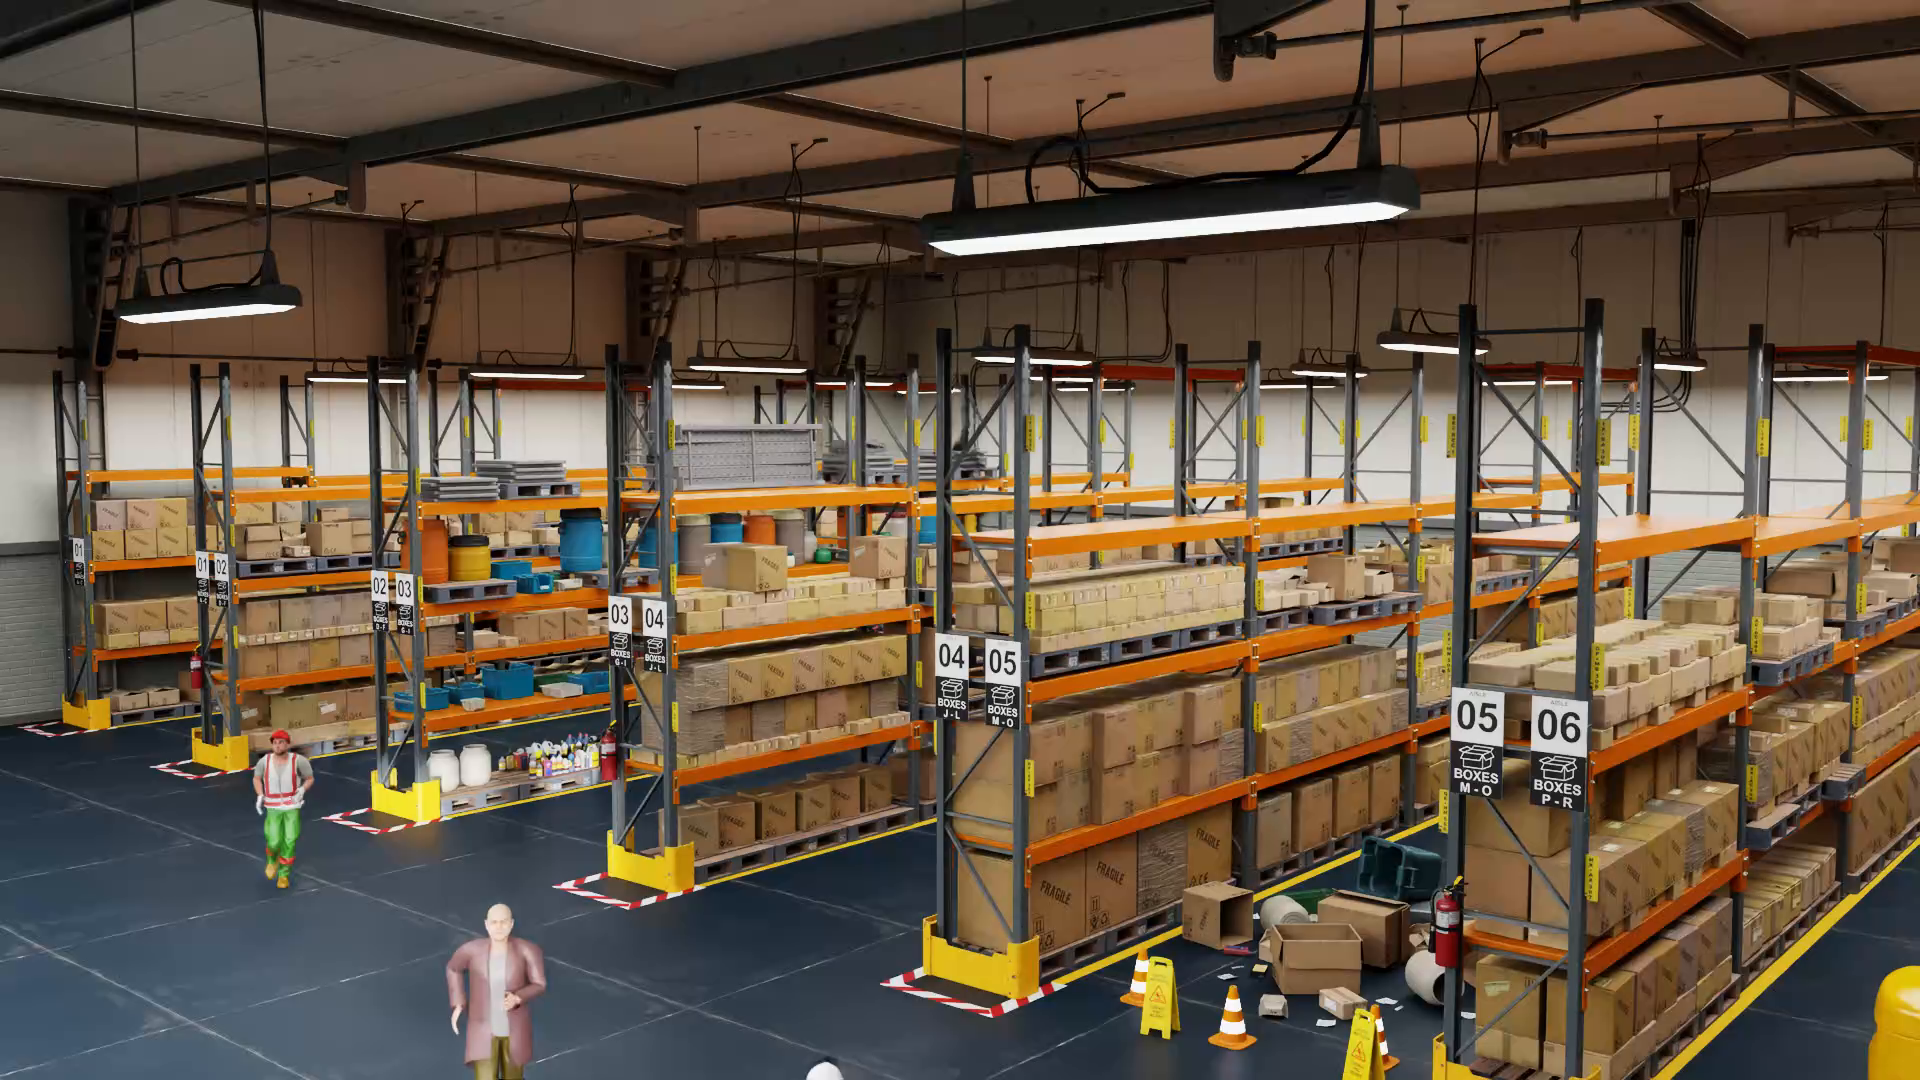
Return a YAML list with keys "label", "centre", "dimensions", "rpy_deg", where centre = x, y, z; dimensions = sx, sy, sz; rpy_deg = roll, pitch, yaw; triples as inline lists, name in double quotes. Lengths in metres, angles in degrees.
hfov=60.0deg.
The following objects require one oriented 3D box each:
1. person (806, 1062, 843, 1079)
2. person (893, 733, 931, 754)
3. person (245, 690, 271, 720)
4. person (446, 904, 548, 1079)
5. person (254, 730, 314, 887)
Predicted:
- label: "person"
  centre: [-0.721, 3.647, 9.027]
  dimensions: [0.663, 1.746, 0.813]
  rpy_deg: [0, 4, 0]
- label: "person"
  centre: [-0.707, 2.513, 24.188]
  dimensions: [0.652, 1.838, 0.836]
  rpy_deg: [3, 5, 34]
- label: "person"
  centre: [-11.550, 2.401, 27.136]
  dimensions: [0.613, 1.601, 0.736]
  rpy_deg: [3, 5, 33]
- label: "person"
  centre: [-3.225, 3.444, 11.618]
  dimensions: [0.673, 1.800, 0.773]
  rpy_deg: [-1, 4, -19]
- label: "person"
  centre: [-7.467, 2.966, 18.359]
  dimensions: [0.637, 1.749, 0.607]
  rpy_deg: [-1, 4, -17]
